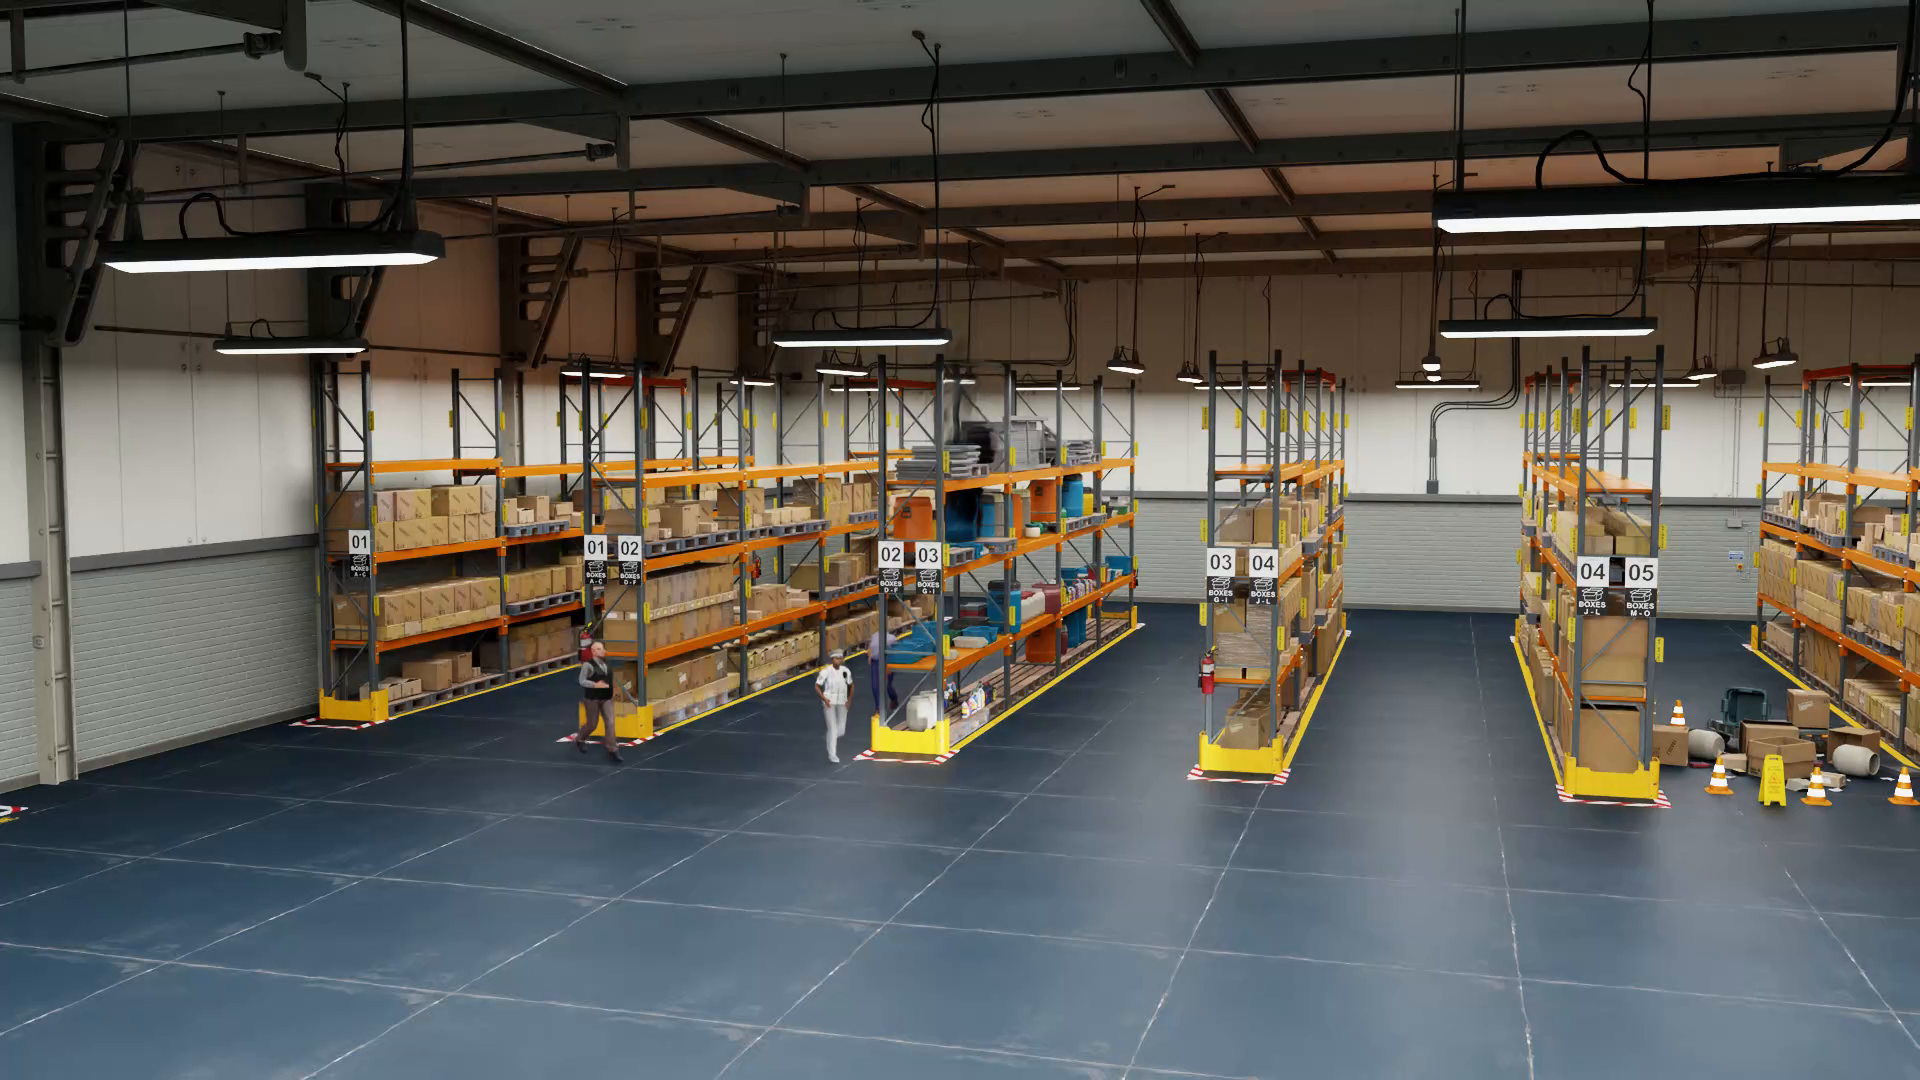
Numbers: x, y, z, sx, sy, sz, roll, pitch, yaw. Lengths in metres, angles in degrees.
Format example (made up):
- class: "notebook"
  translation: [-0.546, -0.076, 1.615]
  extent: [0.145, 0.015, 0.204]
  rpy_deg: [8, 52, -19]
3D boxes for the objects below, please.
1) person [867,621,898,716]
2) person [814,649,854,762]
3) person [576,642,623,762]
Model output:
- class: "person"
  translation: [-1.319, 2.173, 28.379]
  extent: [0.613, 1.629, 0.726]
  rpy_deg: [1, 4, 17]
- class: "person"
  translation: [-1.871, 2.429, 24.725]
  extent: [0.613, 1.667, 0.634]
  rpy_deg: [-2, 4, -24]
- class: "person"
  translation: [-5.339, 2.368, 24.531]
  extent: [0.968, 1.733, 0.676]
  rpy_deg: [4, 6, 43]
